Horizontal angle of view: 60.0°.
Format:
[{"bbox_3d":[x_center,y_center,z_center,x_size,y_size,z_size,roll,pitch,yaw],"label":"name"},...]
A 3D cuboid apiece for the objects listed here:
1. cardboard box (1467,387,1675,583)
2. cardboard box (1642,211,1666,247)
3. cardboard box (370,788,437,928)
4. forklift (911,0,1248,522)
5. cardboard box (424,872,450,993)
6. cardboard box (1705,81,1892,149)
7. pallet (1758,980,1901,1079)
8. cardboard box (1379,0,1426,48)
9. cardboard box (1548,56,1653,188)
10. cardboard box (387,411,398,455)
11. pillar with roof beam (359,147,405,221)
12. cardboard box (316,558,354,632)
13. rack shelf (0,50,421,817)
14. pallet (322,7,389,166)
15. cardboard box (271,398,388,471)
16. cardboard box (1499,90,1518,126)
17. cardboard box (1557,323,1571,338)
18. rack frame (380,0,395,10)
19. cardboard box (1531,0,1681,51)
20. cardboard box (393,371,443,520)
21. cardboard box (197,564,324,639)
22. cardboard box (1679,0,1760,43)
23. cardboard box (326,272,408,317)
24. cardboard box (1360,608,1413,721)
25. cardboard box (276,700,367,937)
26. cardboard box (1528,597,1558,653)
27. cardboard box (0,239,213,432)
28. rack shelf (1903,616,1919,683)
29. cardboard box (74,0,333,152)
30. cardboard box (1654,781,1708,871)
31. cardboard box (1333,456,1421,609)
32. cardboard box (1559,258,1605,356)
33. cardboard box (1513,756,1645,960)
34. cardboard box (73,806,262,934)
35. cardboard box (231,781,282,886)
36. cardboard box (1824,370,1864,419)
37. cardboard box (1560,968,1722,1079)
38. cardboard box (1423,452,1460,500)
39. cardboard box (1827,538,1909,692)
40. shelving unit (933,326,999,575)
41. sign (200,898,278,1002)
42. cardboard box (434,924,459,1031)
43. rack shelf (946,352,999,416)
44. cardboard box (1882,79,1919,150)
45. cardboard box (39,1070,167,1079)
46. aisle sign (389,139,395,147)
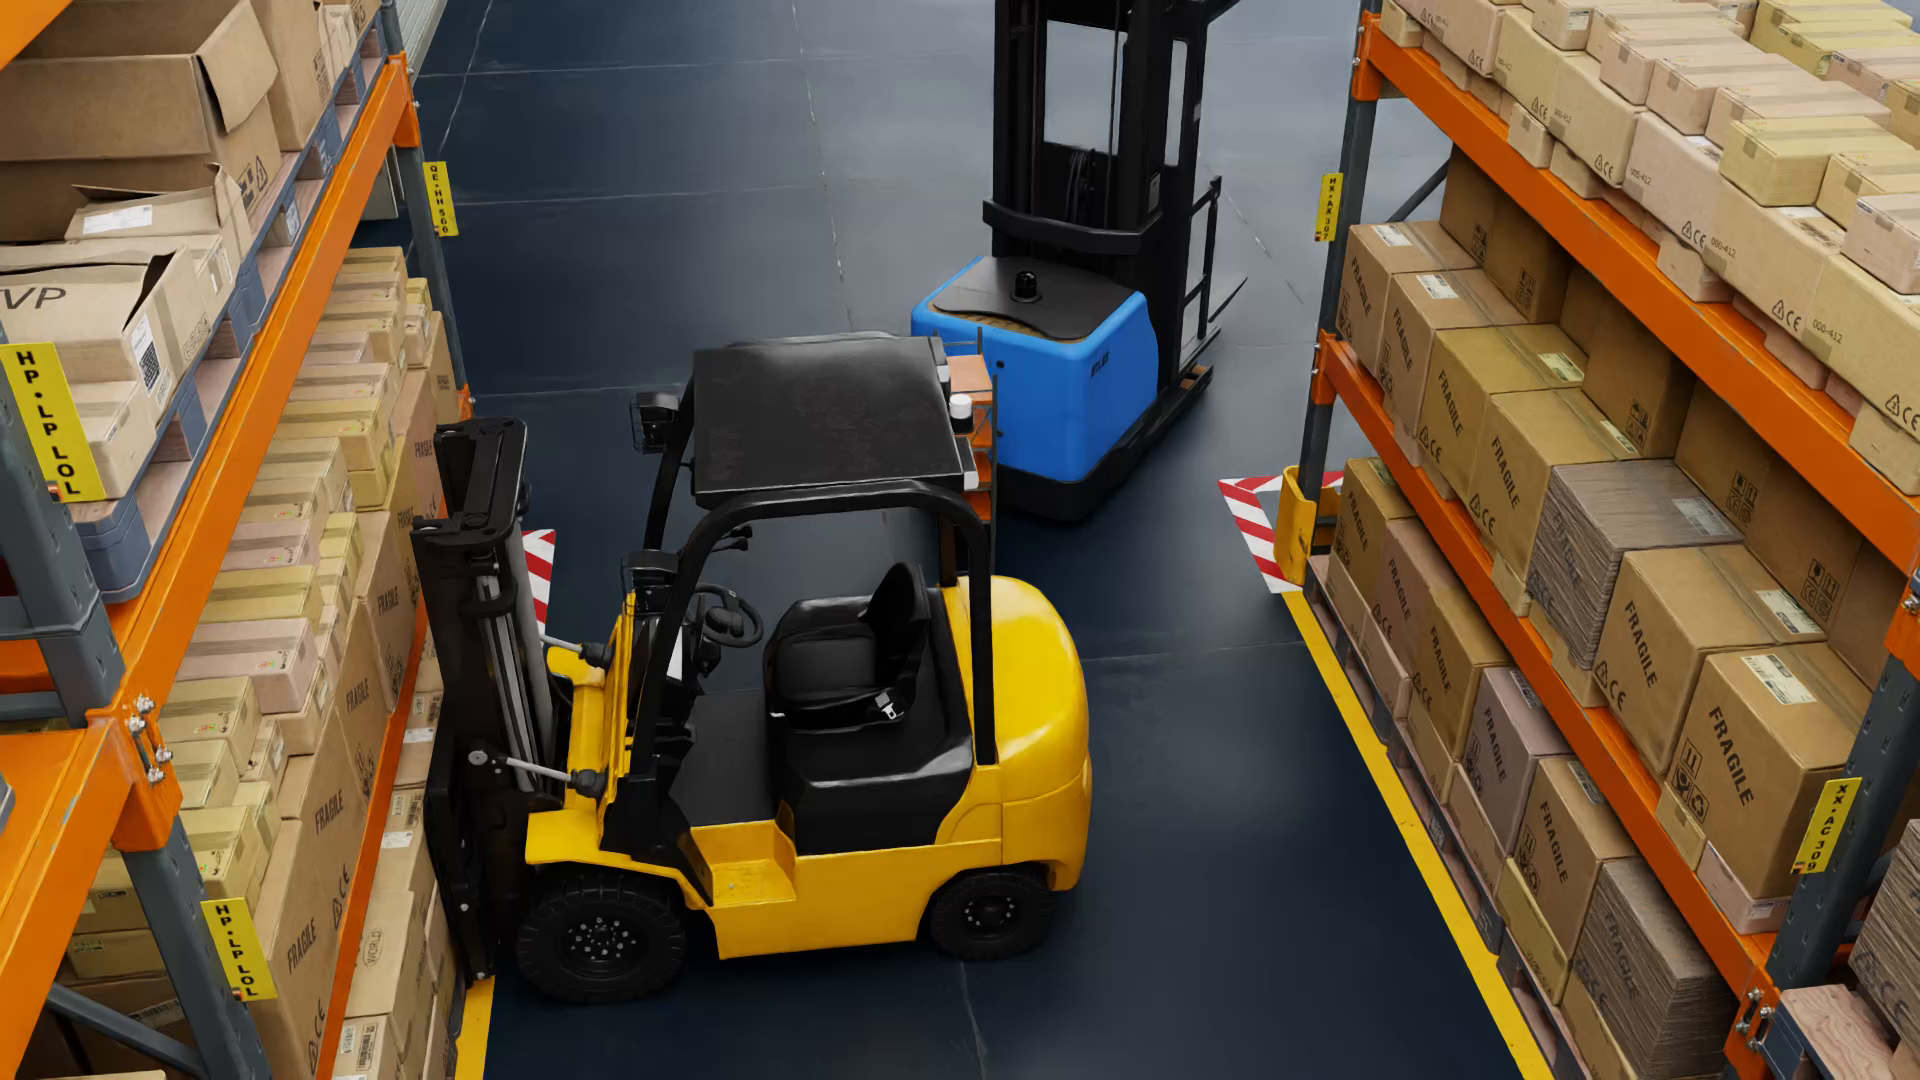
[{"bbox_3d":[2.218,-0.210,6.042,0.500,0.500,0.500,-5,35,-7],"label":"cardboard box"},{"bbox_3d":[2.328,-0.971,5.070,0.380,0.149,0.250,-4,34,-5],"label":"cardboard box"},{"bbox_3d":[-2.061,1.116,5.630,0.500,0.250,0.500,-3,34,-5],"label":"cardboard box"},{"bbox_3d":[0.874,-2.117,9.254,1.130,2.935,3.031,17,38,23],"label":"forklift"},{"bbox_3d":[-2.055,1.323,5.770,0.500,0.250,0.500,-5,35,-7],"label":"cardboard box"},{"bbox_3d":[2.334,-1.161,4.642,0.380,0.149,0.250,-5,35,-7],"label":"cardboard box"},{"bbox_3d":[2.707,1.561,3.966,1.003,0.211,1.213,-4,35,-6],"label":"pallet"},{"bbox_3d":[1.933,-2.114,6.747,0.380,0.149,0.250,-4,35,-6],"label":"cardboard box"},{"bbox_3d":[2.216,-1.332,5.246,0.500,0.250,0.500,-4,34,-5],"label":"cardboard box"},{"bbox_3d":[-2.241,-0.372,5.968,0.380,0.149,0.250,-5,35,-8],"label":"cardboard box"},{"bbox_3d":[-0.048,-6.506,10.306,9.100,9.000,0.400,-4,35,-6],"label":"pillar with roof beam"},{"bbox_3d":[-2.096,0.199,5.130,0.380,0.149,0.250,-5,35,-8],"label":"cardboard box"},{"bbox_3d":[-2.439,-0.636,4.994,1.077,0.370,4.000,-4,35,-6],"label":"rack shelf"},{"bbox_3d":[-2.638,-1.616,5.873,1.003,0.211,1.213,-4,35,-6],"label":"pallet"},{"bbox_3d":[-2.180,-0.353,5.676,0.380,0.149,0.250,-4,34,-5],"label":"cardboard box"},{"bbox_3d":[2.156,-1.539,5.905,0.380,0.149,0.250,-5,35,-8],"label":"cardboard box"},{"bbox_3d":[2.619,-0.790,6.893,0.500,0.500,0.500,-4,35,-6],"label":"cardboard box"},{"bbox_3d":[-2.708,-3.289,5.585,1.000,3.000,0.127,-4,35,-6],"label":"rack frame"},{"bbox_3d":[2.121,-1.727,5.471,0.380,0.149,0.250,-3,34,-5],"label":"cardboard box"},{"bbox_3d":[-2.321,-0.306,6.446,0.500,0.500,0.500,-3,34,-5],"label":"cardboard box"},{"bbox_3d":[-2.081,0.215,4.842,0.380,0.149,0.250,-5,35,-7],"label":"cardboard box"},{"bbox_3d":[2.616,-1.768,5.532,0.380,0.149,0.250,-5,35,-8],"label":"cardboard box"},{"bbox_3d":[-2.387,-0.923,6.511,0.380,0.149,0.250,-4,35,-6],"label":"cardboard box"},{"bbox_3d":[2.106,0.532,7.375,0.500,0.250,0.500,-3,34,-5],"label":"cardboard box"},{"bbox_3d":[-2.057,0.824,4.788,0.500,0.500,0.500,-4,34,-6],"label":"cardboard box"},{"bbox_3d":[2.258,0.280,5.898,0.380,0.149,0.250,-5,35,-7],"label":"cardboard box"},{"bbox_3d":[-2.040,-0.478,3.741,0.500,0.311,0.500,-4,34,-5],"label":"cardboard box"},{"bbox_3d":[3.017,1.218,2.274,1.077,0.370,4.000,-4,35,-6],"label":"rack shelf"},{"bbox_3d":[-2.368,-1.498,5.070,0.700,0.500,0.500,-4,34,-6],"label":"cardboard box"},{"bbox_3d":[2.363,0.853,5.057,0.380,0.149,0.250,-4,34,-5],"label":"cardboard box"},{"bbox_3d":[2.049,-0.050,7.563,0.500,0.500,0.500,-5,35,-8],"label":"cardboard box"},{"bbox_3d":[2.727,-0.937,6.220,0.700,0.500,0.500,-5,35,-7],"label":"cardboard box"},{"bbox_3d":[2.333,1.104,5.869,0.500,0.500,0.500,-4,34,-6],"label":"cardboard box"},{"bbox_3d":[-1.919,0.790,3.998,0.380,0.149,0.250,-4,34,-5],"label":"cardboard box"},{"bbox_3d":[-1.988,0.771,4.290,0.380,0.149,0.250,-4,34,-5],"label":"cardboard box"},{"bbox_3d":[2.457,-0.392,4.221,0.380,0.149,0.250,-4,34,-6],"label":"cardboard box"},{"bbox_3d":[2.403,1.698,5.664,0.500,0.250,0.500,-3,34,-4],"label":"cardboard box"},{"bbox_3d":[2.111,-0.298,6.746,0.380,0.149,0.250,-3,34,-5],"label":"cardboard box"},{"bbox_3d":[2.904,0.205,4.544,0.700,0.500,0.500,-5,35,-7],"label":"cardboard box"},{"bbox_3d":[0.022,-0.403,8.277,0.258,1.200,0.503,-4,35,-6],"label":"shelving unit"},{"bbox_3d":[-1.633,0.930,3.763,0.100,0.325,0.005,-4,35,-6],"label":"sign"},{"bbox_3d":[-2.075,1.523,5.921,0.500,0.250,0.500,-4,34,-6],"label":"cardboard box"},{"bbox_3d":[0.022,-0.728,8.055,0.258,0.148,0.480,-4,35,-6],"label":"rack shelf"},{"bbox_3d":[2.847,-1.195,4.692,0.380,0.149,0.250,-5,35,-8],"label":"cardboard box"},{"bbox_3d":[-1.904,1.287,3.533,0.380,0.149,0.250,-3,34,-5],"label":"cardboard box"},{"bbox_3d":[-2.425,-1.943,6.629,0.394,0.787,0.004,-4,35,-6],"label":"aisle sign"}]
